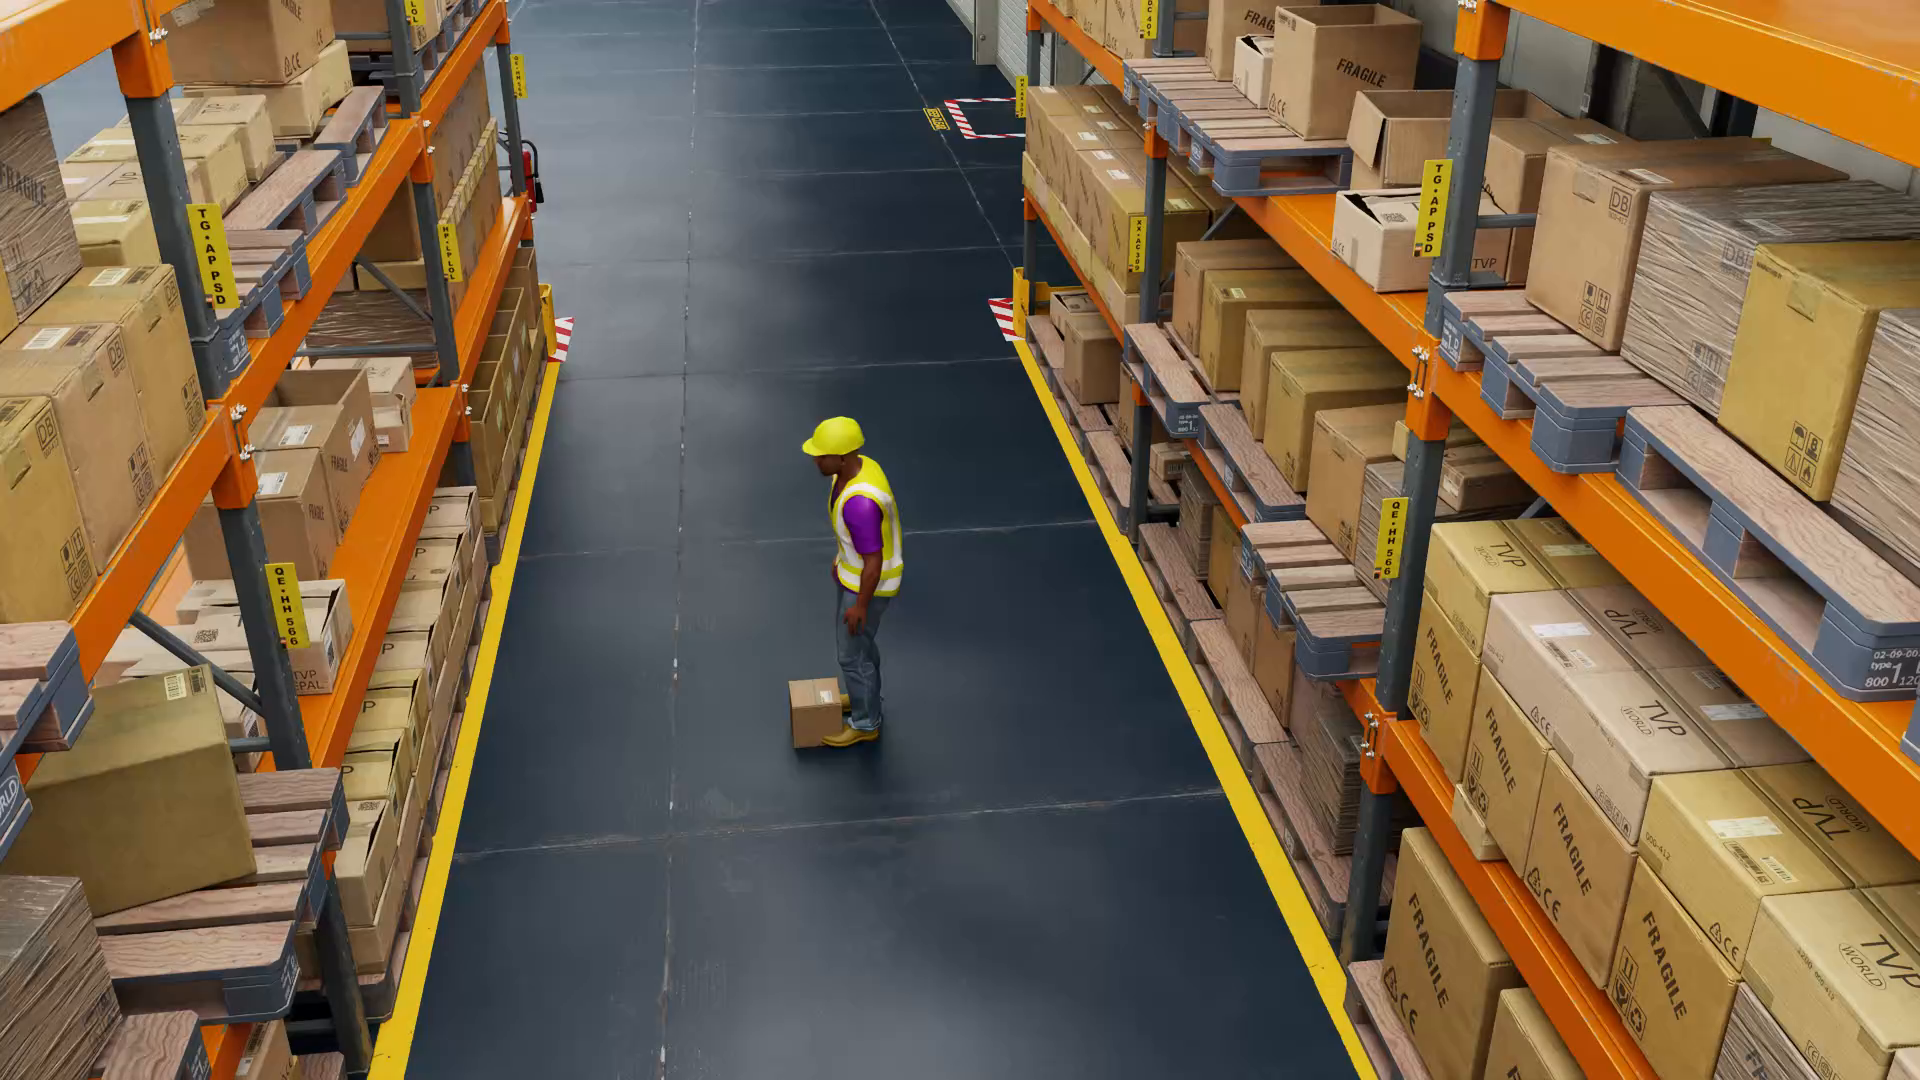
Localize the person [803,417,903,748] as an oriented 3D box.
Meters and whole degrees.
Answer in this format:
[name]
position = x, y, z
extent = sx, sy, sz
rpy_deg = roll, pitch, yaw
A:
[person]
position = -0.518, 0.198, 8.213
extent = 0.459, 1.757, 0.638
rpy_deg = -4, 27, -9
